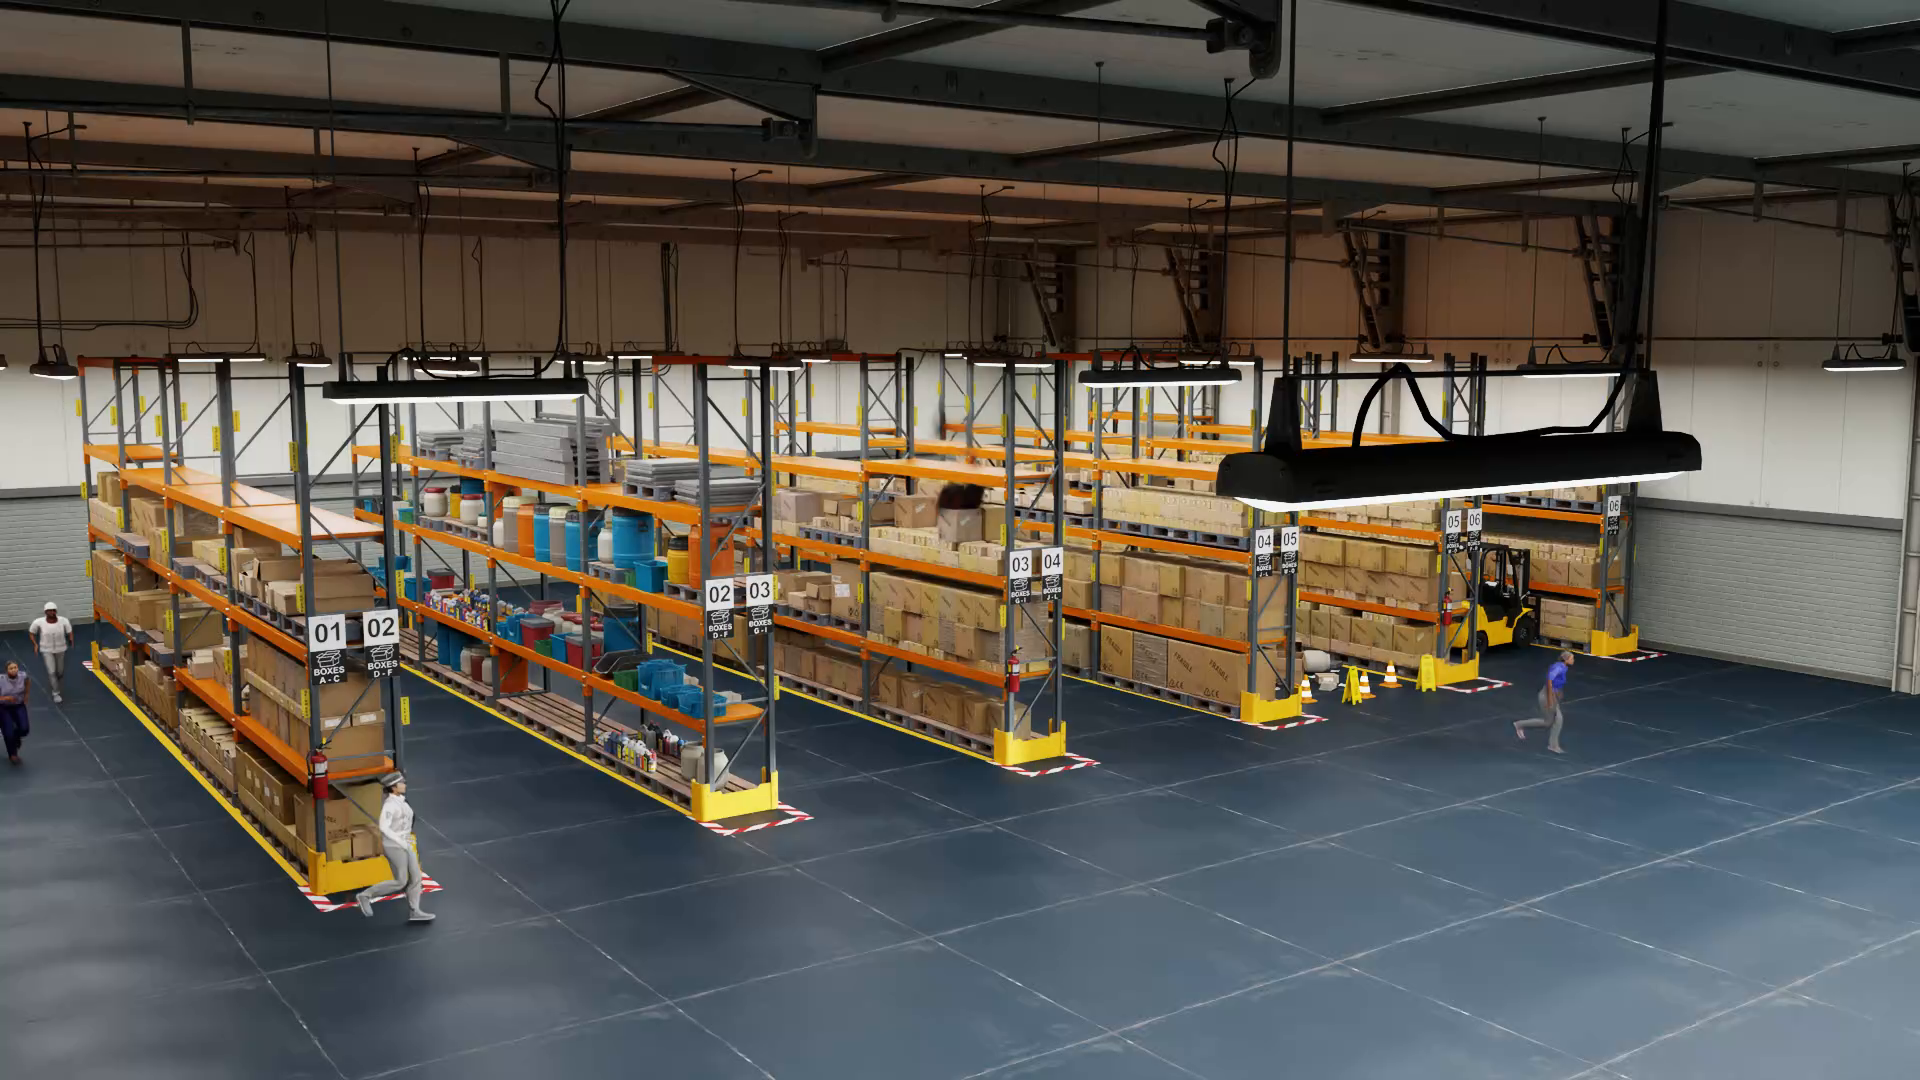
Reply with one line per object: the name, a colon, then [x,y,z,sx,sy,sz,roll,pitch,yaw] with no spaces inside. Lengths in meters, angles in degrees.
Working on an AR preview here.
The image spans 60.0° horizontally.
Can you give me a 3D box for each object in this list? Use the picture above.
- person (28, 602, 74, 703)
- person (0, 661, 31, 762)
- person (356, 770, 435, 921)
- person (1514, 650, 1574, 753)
person: [-15.953,1.941,29.219,0.683,1.743,0.850,-5,9,-37]
person: [-14.139,2.558,24.850,0.593,1.576,0.666,-6,9,-42]
person: [-6.143,3.325,18.103,0.811,1.649,0.665,-1,7,-7]
person: [8.984,2.475,25.605,0.847,1.609,0.575,2,7,13]
